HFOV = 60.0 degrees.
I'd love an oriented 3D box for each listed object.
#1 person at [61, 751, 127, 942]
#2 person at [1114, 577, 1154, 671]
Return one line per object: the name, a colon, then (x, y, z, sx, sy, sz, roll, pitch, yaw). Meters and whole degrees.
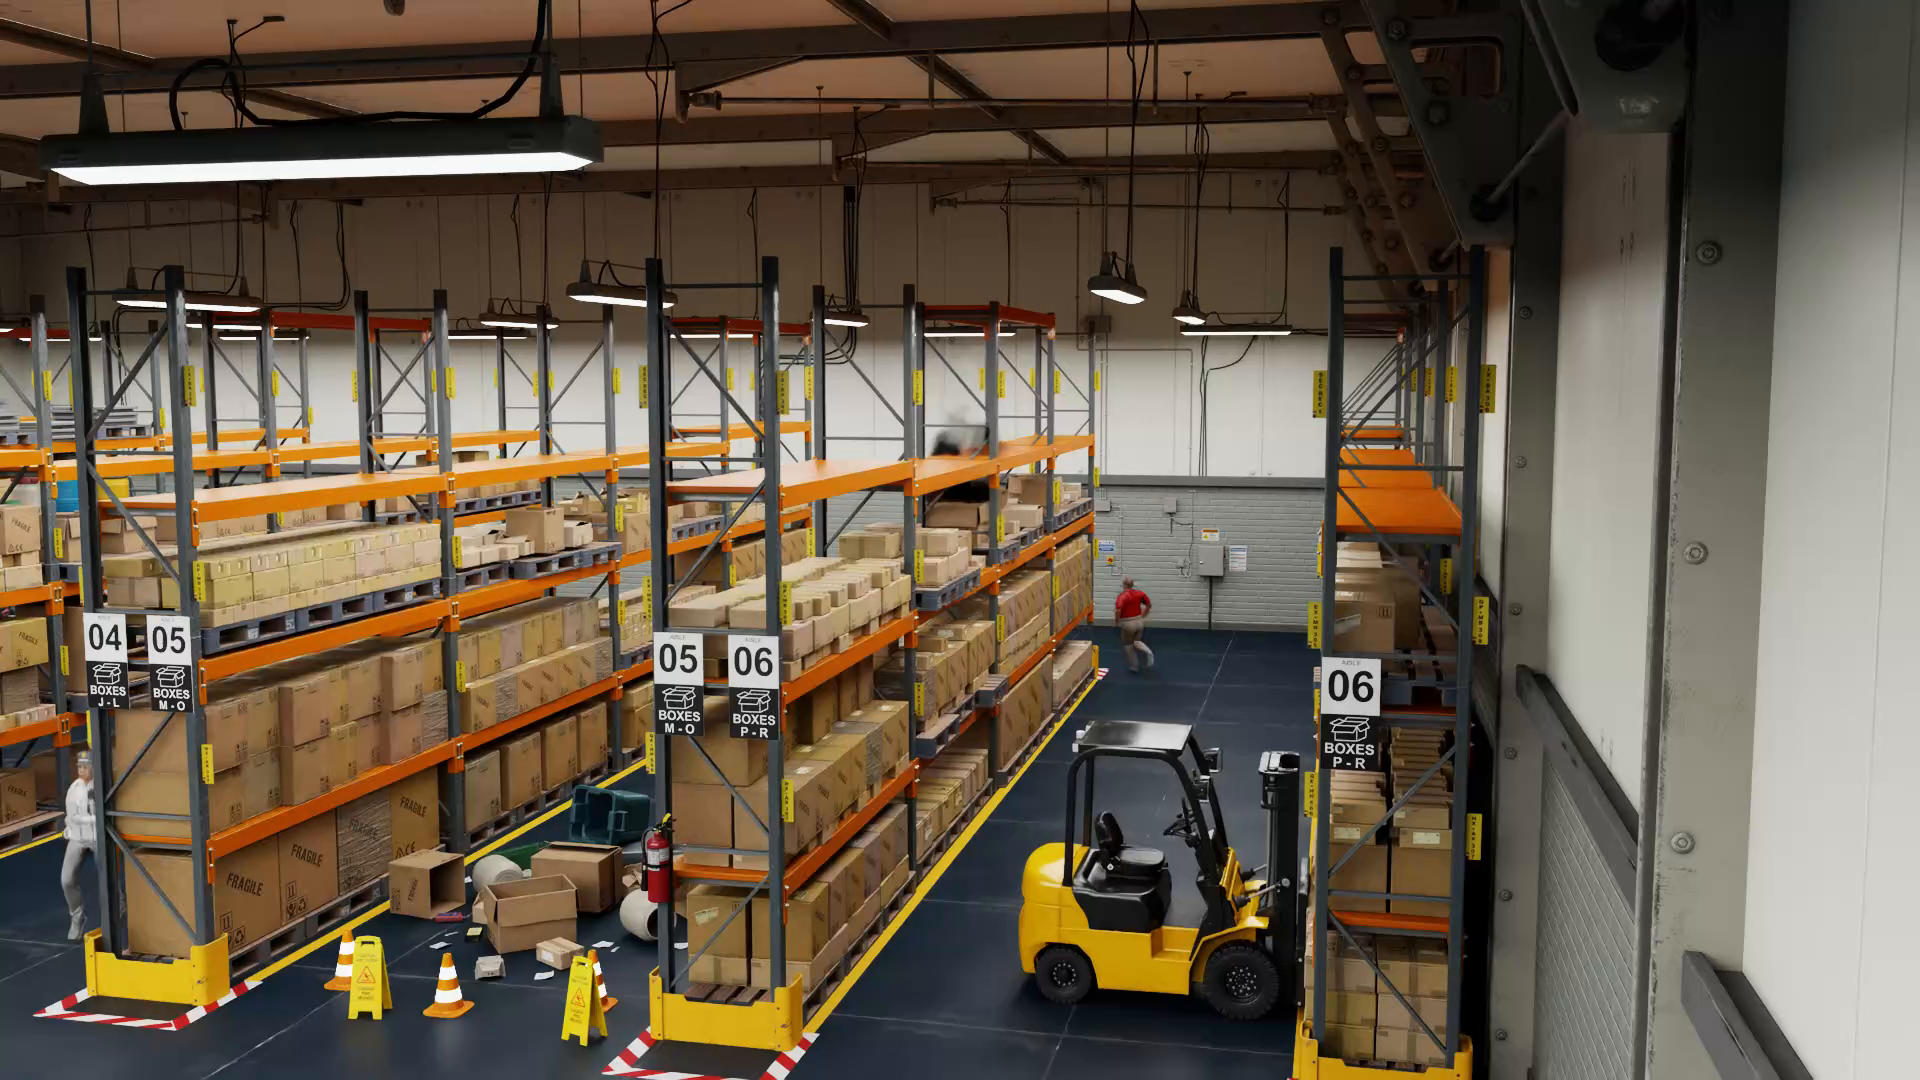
person: (-7.988, 2.788, 15.279, 0.576, 1.744, 0.732, 0, 6, 3)
person: (2.927, 1.457, 28.560, 0.703, 1.654, 0.645, -3, 7, -27)
